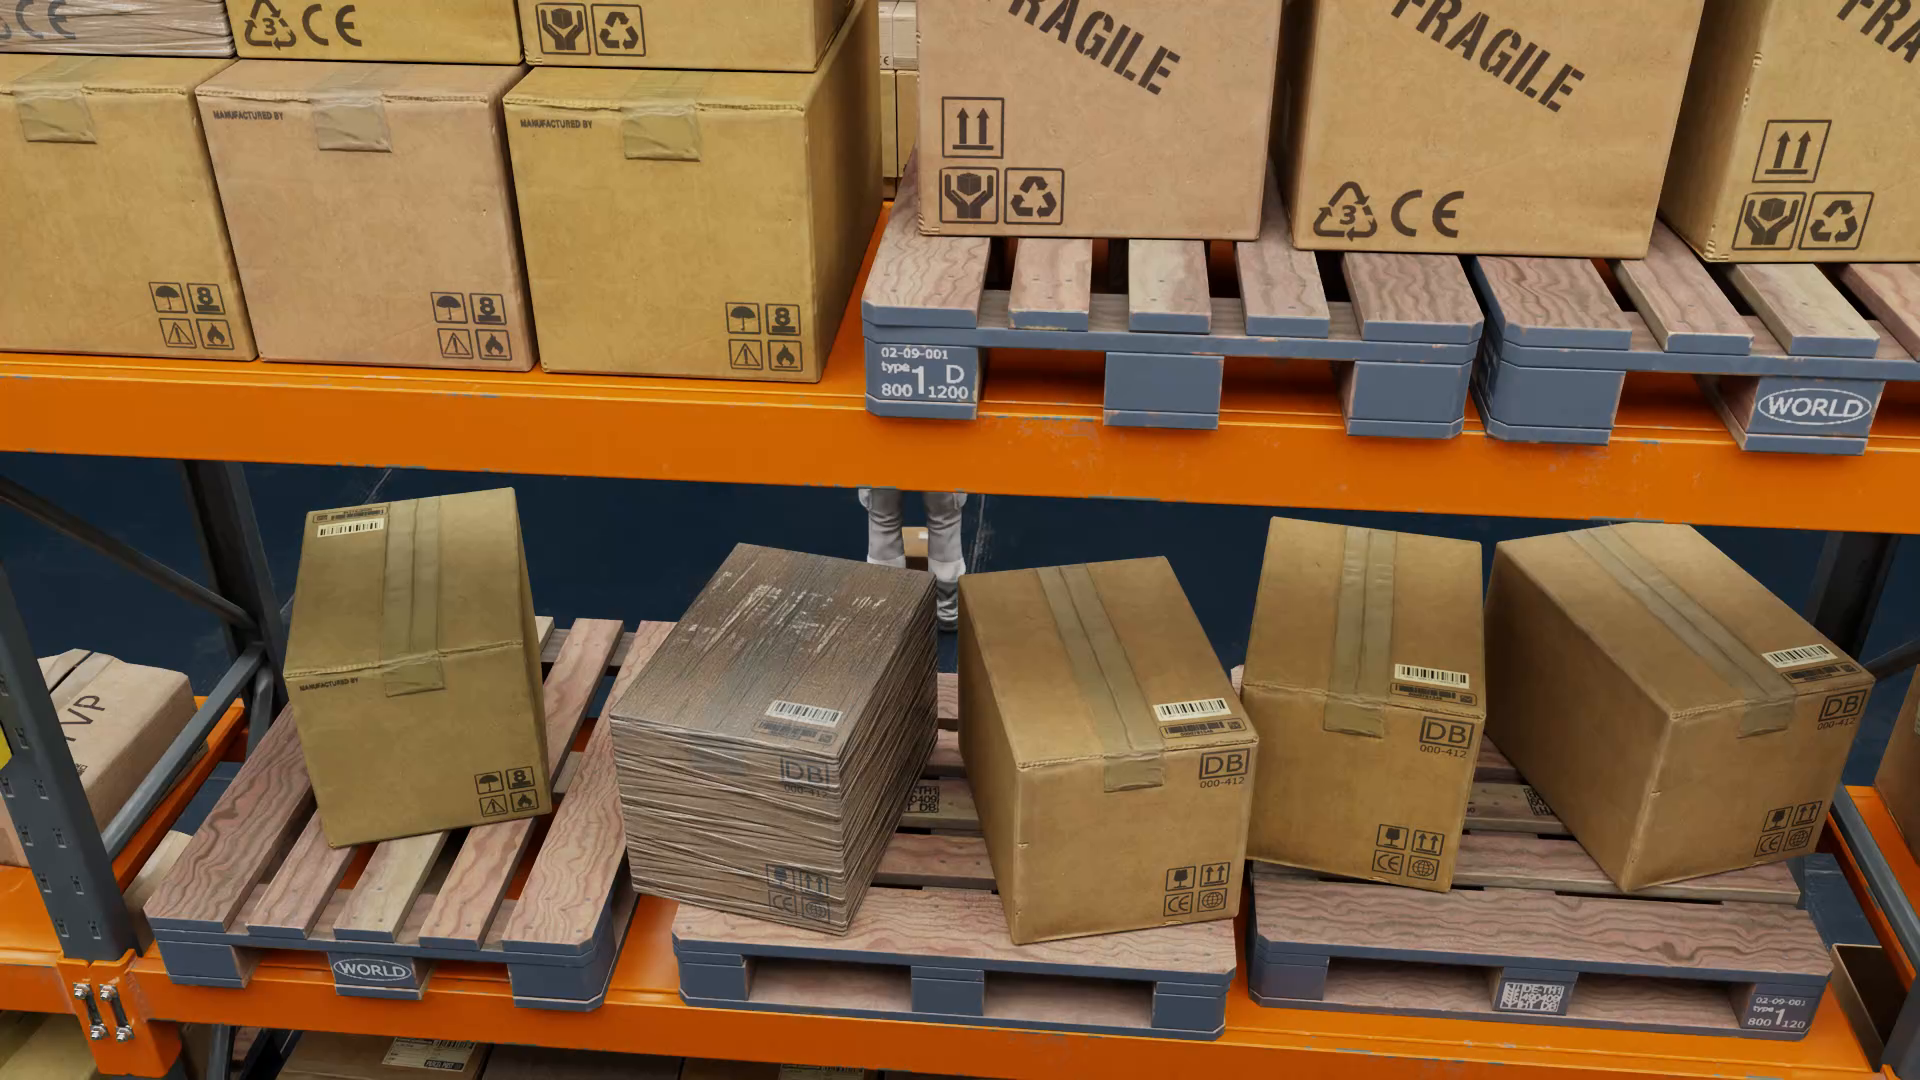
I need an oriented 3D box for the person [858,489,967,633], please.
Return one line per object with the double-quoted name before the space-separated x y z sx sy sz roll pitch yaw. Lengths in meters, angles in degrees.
"person" -0.207 -0.417 6.799 0.606 1.777 0.454 1 32 2
